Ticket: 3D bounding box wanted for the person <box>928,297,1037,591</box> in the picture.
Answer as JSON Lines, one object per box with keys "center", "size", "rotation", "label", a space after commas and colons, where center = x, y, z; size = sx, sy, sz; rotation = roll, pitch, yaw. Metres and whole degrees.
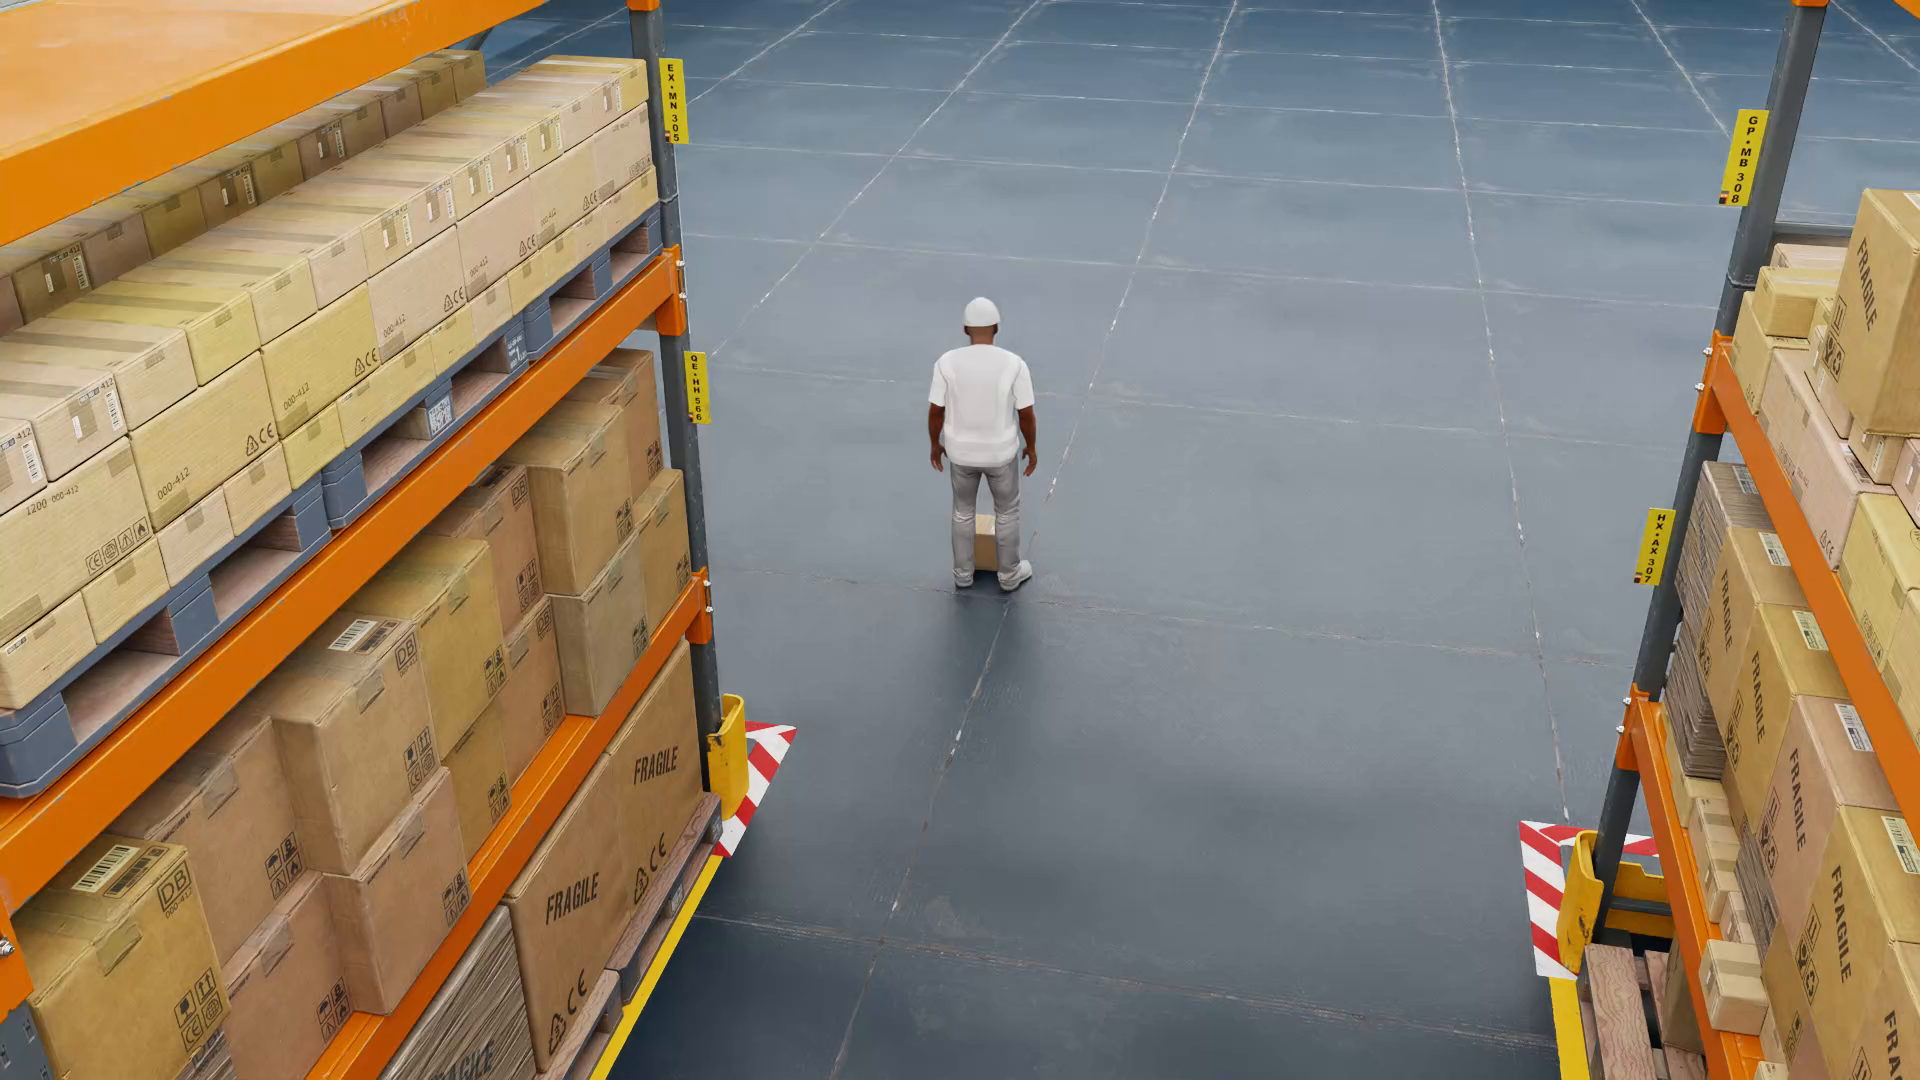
{"center": [0.134, -0.536, 9.586], "size": [0.628, 1.759, 0.461], "rotation": [4, 29, 8], "label": "person"}
